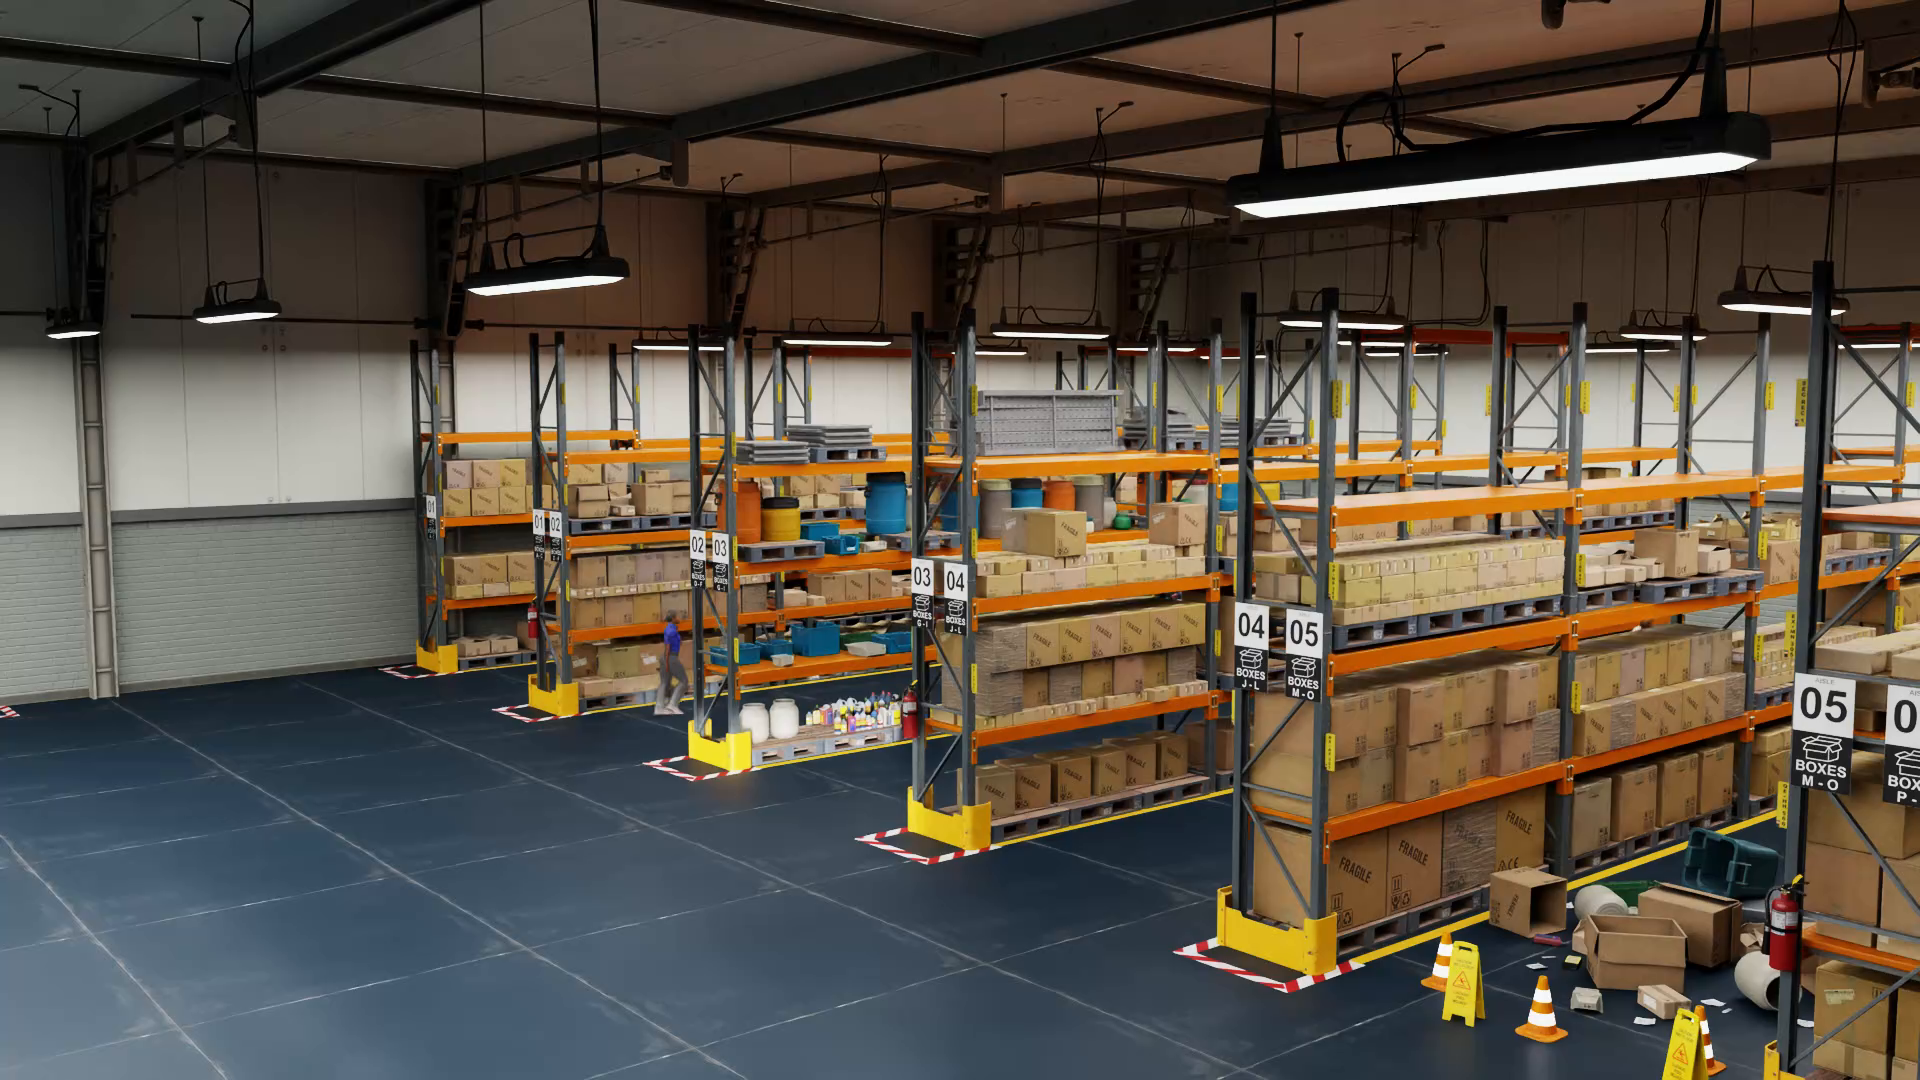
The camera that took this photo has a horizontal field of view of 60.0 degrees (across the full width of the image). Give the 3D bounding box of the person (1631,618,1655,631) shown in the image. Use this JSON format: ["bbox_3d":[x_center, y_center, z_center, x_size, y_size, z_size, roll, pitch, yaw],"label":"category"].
[{"bbox_3d":[10.596,1.922,25.774,1.093,1.714,0.665,-5,7,-42],"label":"person"}]

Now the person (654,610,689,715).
[{"bbox_3d":[-4.568,1.923,26.154,0.519,1.654,0.473,-3,6,-27],"label":"person"}]
